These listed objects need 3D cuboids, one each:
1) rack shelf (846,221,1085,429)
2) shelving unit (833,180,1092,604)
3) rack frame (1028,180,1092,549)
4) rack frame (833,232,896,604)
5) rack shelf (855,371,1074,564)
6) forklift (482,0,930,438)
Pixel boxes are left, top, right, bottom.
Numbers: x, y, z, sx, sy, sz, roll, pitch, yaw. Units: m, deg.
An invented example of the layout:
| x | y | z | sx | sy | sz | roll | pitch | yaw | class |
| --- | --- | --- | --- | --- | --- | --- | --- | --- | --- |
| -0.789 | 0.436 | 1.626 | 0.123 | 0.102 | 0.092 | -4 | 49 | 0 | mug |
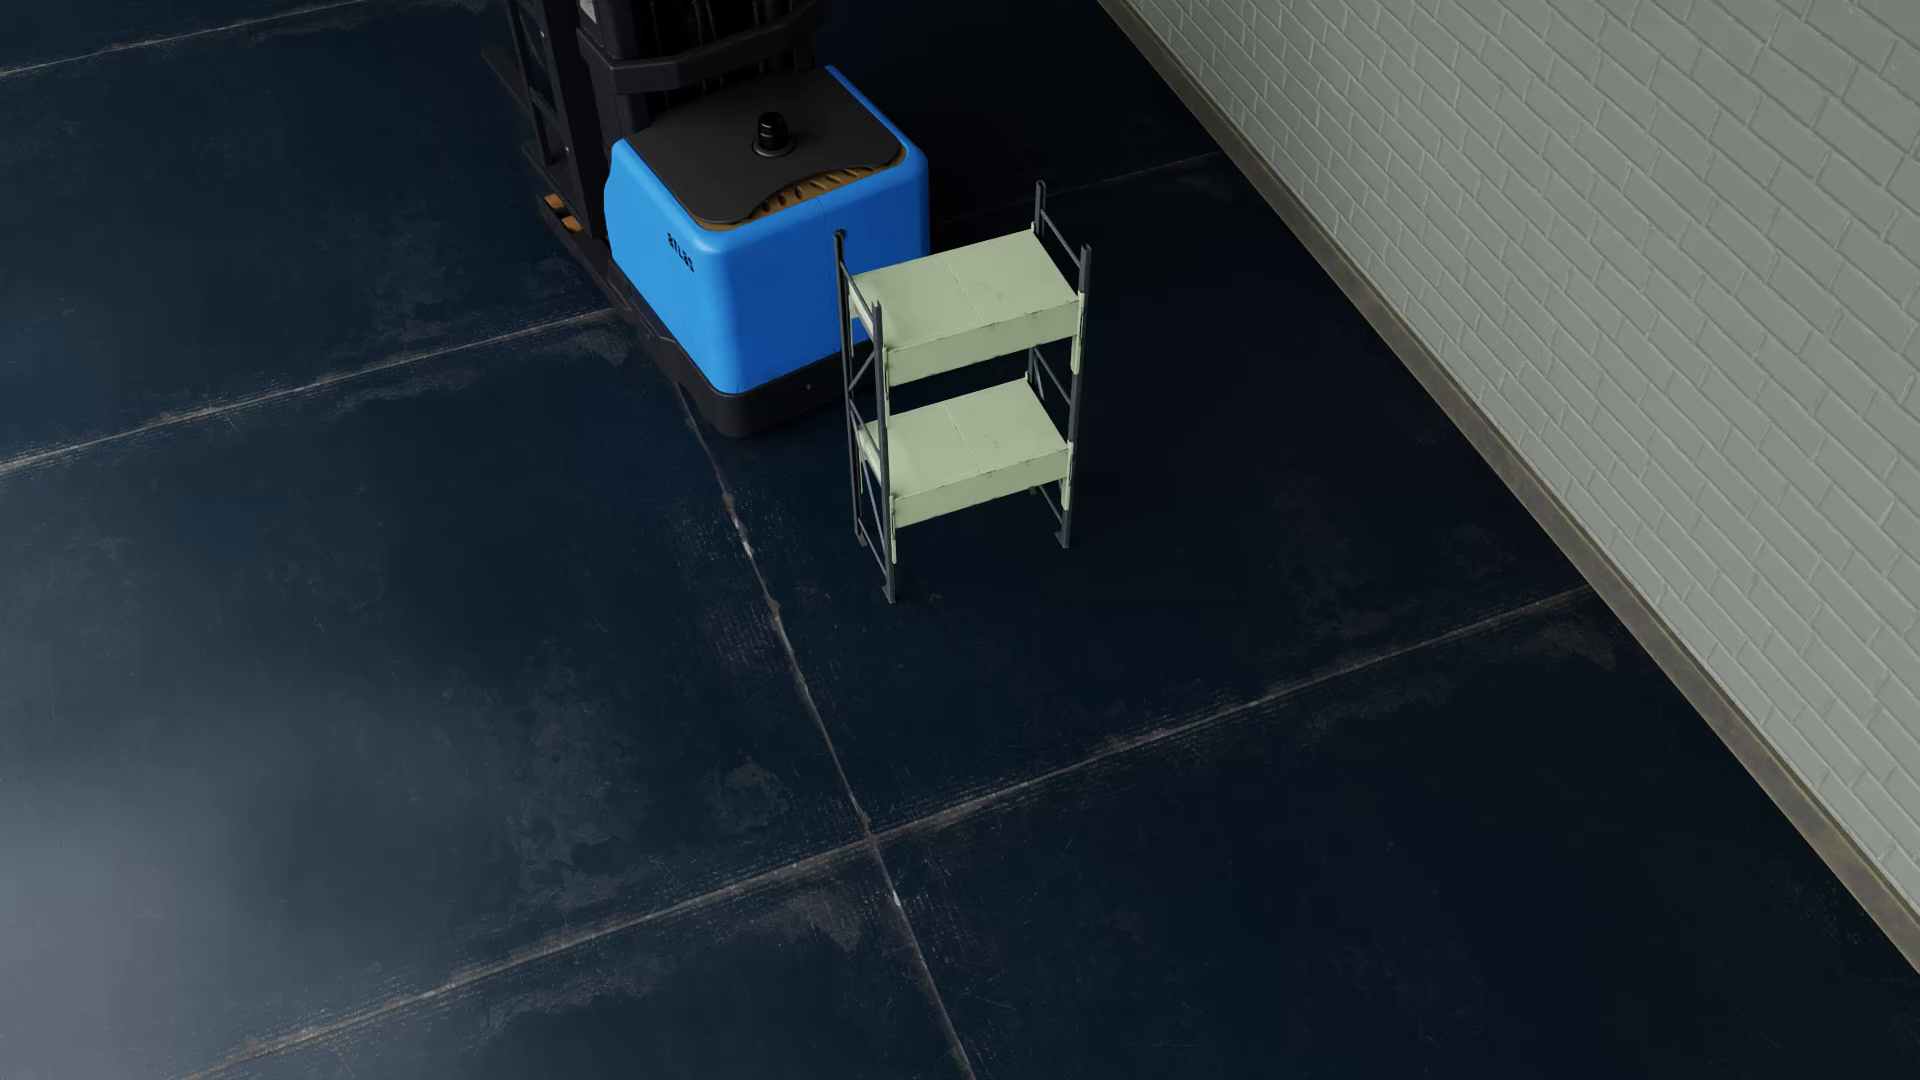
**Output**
| x | y | z | sx | sy | sz | roll | pitch | yaw | class |
| --- | --- | --- | --- | --- | --- | --- | --- | --- | --- |
| 0.006 | -0.745 | 5.727 | 0.720 | 0.370 | 0.431 | -17 | 52 | -14 | rack shelf |
| 0.006 | -0.491 | 6.023 | 0.755 | 1.500 | 0.431 | -17 | 52 | -14 | shelving unit |
| 0.345 | -0.596 | 6.114 | 0.023 | 1.500 | 0.400 | -17 | 52 | -14 | rack frame |
| -0.333 | -0.386 | 5.933 | 0.023 | 1.500 | 0.400 | -17 | 52 | -14 | rack frame |
| 0.006 | -0.278 | 6.271 | 0.720 | 0.370 | 0.431 | -17 | 52 | -14 | rack shelf |
| -1.326 | -2.477 | 6.786 | 1.130 | 2.935 | 3.031 | -26 | 54 | -21 | forklift |
